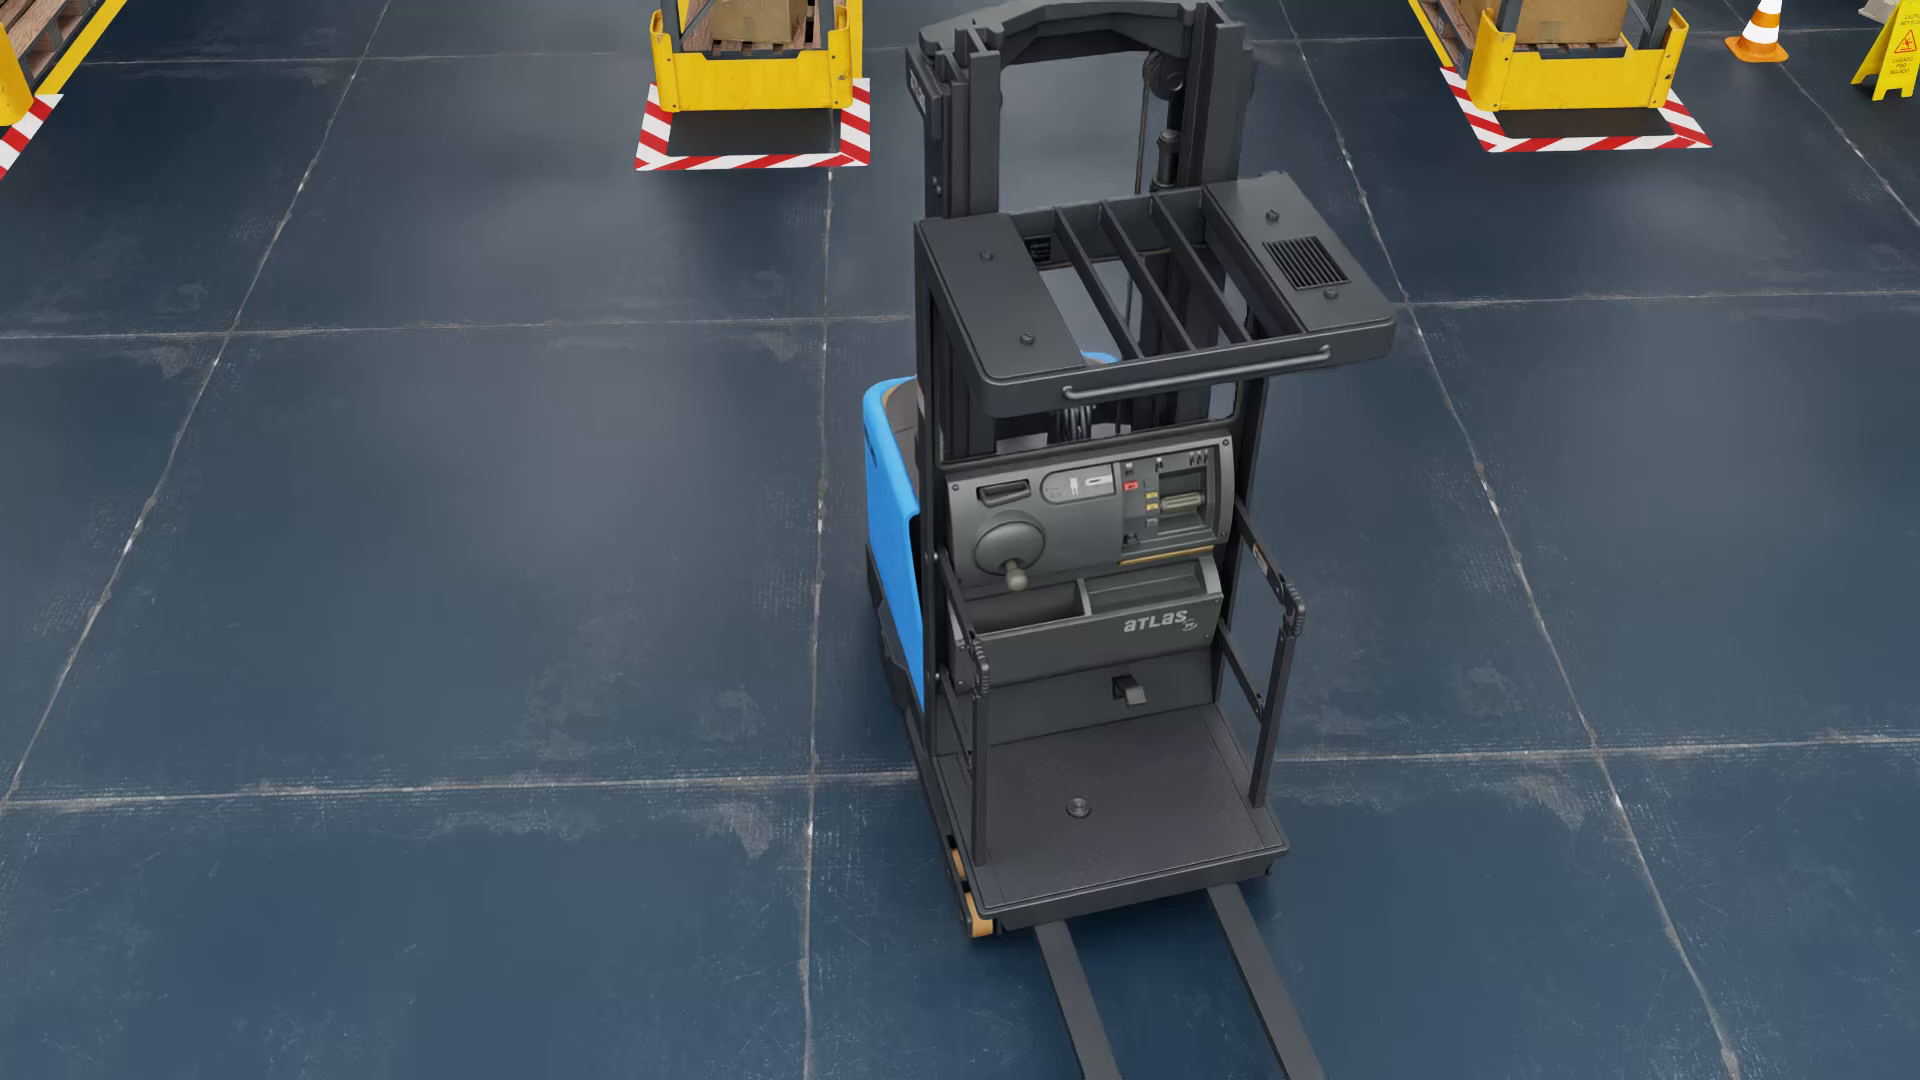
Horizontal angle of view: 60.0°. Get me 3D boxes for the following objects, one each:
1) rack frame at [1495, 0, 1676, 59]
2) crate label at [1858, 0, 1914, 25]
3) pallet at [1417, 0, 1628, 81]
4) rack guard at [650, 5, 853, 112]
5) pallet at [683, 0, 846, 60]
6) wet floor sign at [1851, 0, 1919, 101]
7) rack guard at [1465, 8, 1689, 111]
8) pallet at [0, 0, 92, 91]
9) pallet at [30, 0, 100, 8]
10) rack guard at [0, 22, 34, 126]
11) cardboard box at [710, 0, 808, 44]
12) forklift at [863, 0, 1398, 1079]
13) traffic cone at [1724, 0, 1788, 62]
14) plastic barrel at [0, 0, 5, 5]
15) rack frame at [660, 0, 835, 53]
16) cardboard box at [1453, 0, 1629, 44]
[{"bbox_3d":[3.717,-3.853,9.234,1.000,3.000,0.127,-2,43,-2],"label":"rack frame"},{"bbox_3d":[6.161,-3.529,10.999,0.250,0.136,0.298,-23,47,-23],"label":"crate label"},{"bbox_3d":[3.605,-3.363,10.763,1.003,0.211,1.213,-2,43,-2],"label":"pallet"},{"bbox_3d":[-1.246,-2.909,10.054,1.175,0.500,0.348,-2,43,-2],"label":"rack guard"},{"bbox_3d":[-1.245,-3.352,10.751,1.003,0.211,1.213,-2,43,-2],"label":"pallet"},{"bbox_3d":[5.696,-3.023,10.070,0.267,0.644,0.232,-8,43,-9],"label":"wet floor sign"},{"bbox_3d":[3.718,-2.916,10.061,1.175,0.500,0.348,-2,43,-2],"label":"rack guard"},{"bbox_3d":[-6.271,-3.208,10.593,1.003,0.211,1.213,-2,43,-2],"label":"pallet"},{"bbox_3d":[-6.320,-4.029,11.490,1.003,0.211,1.213,-2,43,-2],"label":"pallet"},{"bbox_3d":[-6.242,-2.766,9.897,1.175,0.500,0.348,-2,43,-2],"label":"rack guard"},{"bbox_3d":[-1.253,-3.435,10.316,0.500,0.500,0.500,6,43,6],"label":"cardboard box"},{"bbox_3d":[0.474,-0.002,5.083,1.130,2.935,3.031,-10,43,-10],"label":"forklift"},{"bbox_3d":[5.113,-3.317,10.527,0.336,0.463,0.334,-2,43,-2],"label":"traffic cone"},{"bbox_3d":[-6.317,-3.655,10.548,0.421,0.512,0.421,0,43,0],"label":"plastic barrel"},{"bbox_3d":[-1.243,-3.779,9.153,1.000,3.000,0.127,-2,43,-2],"label":"rack frame"},{"bbox_3d":[3.622,-3.681,10.307,0.875,0.875,0.875,-1,43,-2],"label":"cardboard box"}]
